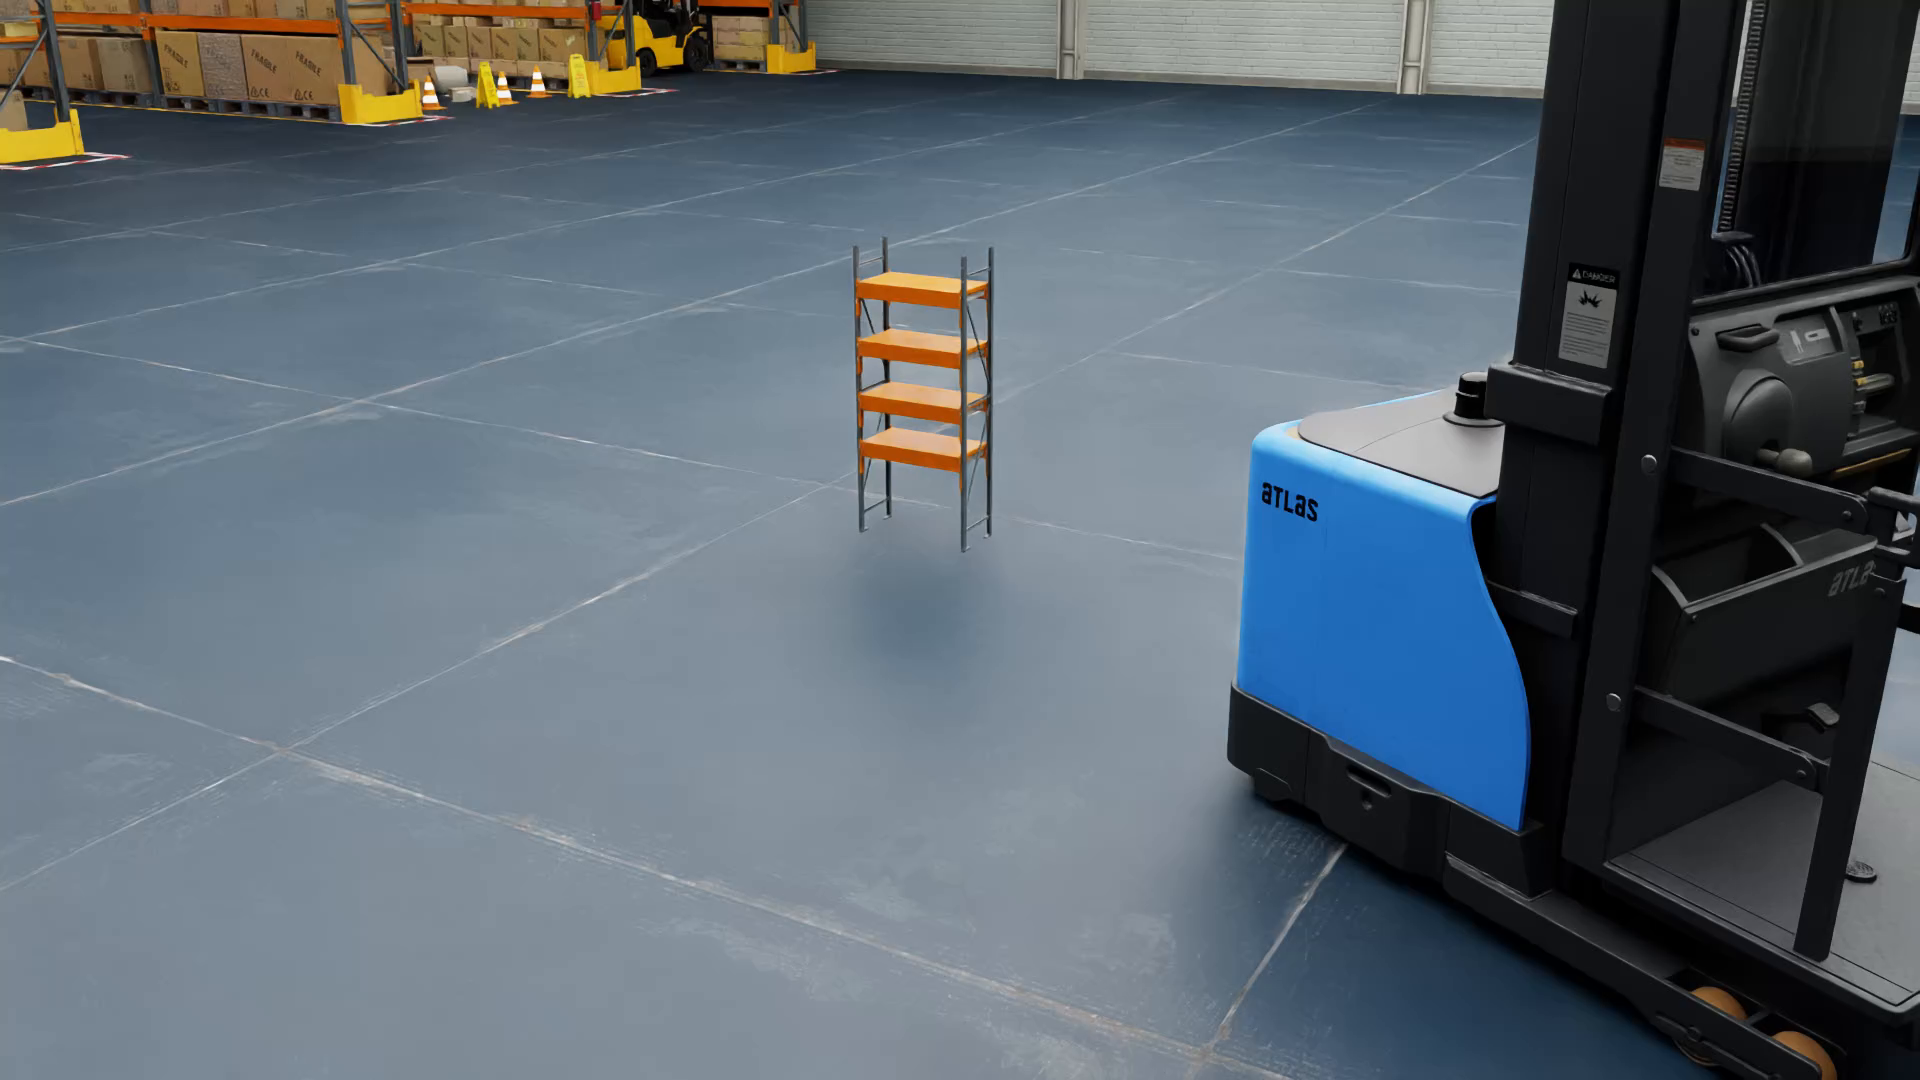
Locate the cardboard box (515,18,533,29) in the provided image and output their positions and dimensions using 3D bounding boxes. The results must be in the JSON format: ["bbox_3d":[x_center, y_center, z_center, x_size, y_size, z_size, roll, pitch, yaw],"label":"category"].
[{"bbox_3d":[-6.955,-8.338,26.817,0.250,0.149,0.380,11,23,28],"label":"cardboard box"}]

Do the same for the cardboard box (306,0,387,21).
[{"bbox_3d":[-8.229,-7.264,22.273,0.550,0.550,0.875,11,23,27],"label":"cardboard box"}]

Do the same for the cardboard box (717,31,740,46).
[{"bbox_3d":[-4.149,-9.329,30.867,0.500,0.250,0.500,11,22,27],"label":"cardboard box"}]

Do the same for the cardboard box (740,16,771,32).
[{"bbox_3d":[-3.693,-9.473,30.532,0.500,0.250,0.500,12,23,29],"label":"cardboard box"}]

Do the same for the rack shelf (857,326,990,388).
[{"bbox_3d":[-0.145,-0.739,6.683,0.480,0.148,0.258,11,23,27],"label":"rack shelf"}]

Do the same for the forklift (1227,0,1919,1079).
[{"bbox_3d":[2.023,-0.350,3.531,1.130,2.935,3.031,-13,24,-32],"label":"forklift"}]

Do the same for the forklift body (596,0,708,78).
[{"bbox_3d":[-5.685,-9.488,29.867,1.214,2.155,2.313,11,23,27],"label":"forklift body"}]

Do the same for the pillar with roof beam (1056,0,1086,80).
[{"bbox_3d":[-0.169,-11.039,24.102,0.400,9.000,9.100,11,23,27],"label":"pillar with roof beam"}]

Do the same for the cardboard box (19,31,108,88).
[{"bbox_3d":[-13.614,-7.344,25.394,0.750,0.750,1.050,11,23,28],"label":"cardboard box"}]

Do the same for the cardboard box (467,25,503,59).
[{"bbox_3d":[-7.741,-8.208,27.411,0.500,0.500,0.500,12,23,30],"label":"cardboard box"}]

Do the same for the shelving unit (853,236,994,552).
[{"bbox_3d":[-0.145,-0.592,6.736,0.503,1.200,0.258,11,23,27],"label":"shelving unit"}]

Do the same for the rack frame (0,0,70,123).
[{"bbox_3d":[-10.390,-5.686,18.141,0.127,3.000,1.000,11,23,27],"label":"rack frame"}]

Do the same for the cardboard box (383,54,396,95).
[{"bbox_3d":[-9.145,-7.218,25.826,0.503,0.637,0.797,11,23,27],"label":"cardboard box"}]

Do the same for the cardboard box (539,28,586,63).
[{"bbox_3d":[-6.383,-7.949,26.697,0.500,0.500,0.500,11,23,28],"label":"cardboard box"}]

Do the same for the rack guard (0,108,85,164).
[{"bbox_3d":[-10.456,-4.524,18.602,0.348,0.500,1.175,11,23,27],"label":"rack guard"}]

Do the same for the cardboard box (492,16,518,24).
[{"bbox_3d":[-9.011,-10.312,33.760,0.625,0.625,0.875,12,23,29],"label":"cardboard box"}]

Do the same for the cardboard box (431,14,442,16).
[{"bbox_3d":[-10.678,-10.779,34.280,0.250,0.149,0.380,10,22,25],"label":"cardboard box"}]

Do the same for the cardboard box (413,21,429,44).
[{"bbox_3d":[-11.029,-10.560,34.627,0.500,0.500,0.500,10,22,26],"label":"cardboard box"}]

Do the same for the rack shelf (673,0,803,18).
[{"bbox_3d":[-4.885,-10.109,31.389,4.000,0.370,1.077,11,23,27],"label":"rack shelf"}]

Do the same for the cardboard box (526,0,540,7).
[{"bbox_3d":[-6.716,-8.609,26.566,0.250,0.149,0.380,11,23,28],"label":"cardboard box"}]

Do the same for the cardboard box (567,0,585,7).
[{"bbox_3d":[-5.988,-8.517,26.313,0.250,0.149,0.380,12,23,29],"label":"cardboard box"}]

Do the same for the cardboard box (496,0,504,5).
[{"bbox_3d":[-7.313,-8.777,27.030,0.250,0.149,0.380,11,23,27],"label":"cardboard box"}]

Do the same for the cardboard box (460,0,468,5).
[{"bbox_3d":[-7.991,-8.887,27.335,0.250,0.149,0.380,11,23,27],"label":"cardboard box"}]

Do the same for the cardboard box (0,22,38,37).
[{"bbox_3d":[-10.522,-5.686,18.510,0.250,0.149,0.380,11,23,27],"label":"cardboard box"}]

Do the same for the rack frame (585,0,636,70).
[{"bbox_3d":[-5.557,-8.636,26.274,0.127,3.000,1.000,11,23,27],"label":"rack frame"}]

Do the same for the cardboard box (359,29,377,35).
[{"bbox_3d":[-12.400,-10.815,35.331,0.500,0.500,0.500,10,22,26],"label":"cardboard box"}]

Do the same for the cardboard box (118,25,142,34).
[{"bbox_3d":[-15.453,-9.751,31.848,0.875,0.875,0.875,12,23,29],"label":"cardboard box"}]

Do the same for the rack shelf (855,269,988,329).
[{"bbox_3d":[-0.145,-0.961,6.602,0.480,0.148,0.258,11,23,27],"label":"rack shelf"}]

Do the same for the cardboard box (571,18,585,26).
[{"bbox_3d":[-7.092,-9.944,32.747,0.625,0.625,0.875,12,23,30],"label":"cardboard box"}]

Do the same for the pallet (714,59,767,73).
[{"bbox_3d":[-3.827,-8.918,31.141,1.213,0.211,1.003,11,23,27],"label":"pallet"}]

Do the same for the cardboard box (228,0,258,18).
[{"bbox_3d":[-9.630,-7.556,23.076,0.500,0.550,0.875,11,23,27],"label":"cardboard box"}]

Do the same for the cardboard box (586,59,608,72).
[{"bbox_3d":[-6.126,-7.757,27.268,0.500,0.250,0.500,11,22,27],"label":"cardboard box"}]

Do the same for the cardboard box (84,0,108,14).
[{"bbox_3d":[-12.402,-7.949,24.234,0.500,0.500,0.500,11,22,27],"label":"cardboard box"}]

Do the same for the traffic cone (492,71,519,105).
[{"bbox_3d":[-6.806,-6.744,24.779,0.334,0.463,0.336,11,23,27],"label":"traffic cone"}]

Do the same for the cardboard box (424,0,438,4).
[{"bbox_3d":[-8.684,-9.009,27.670,0.250,0.149,0.380,12,23,29],"label":"cardboard box"}]

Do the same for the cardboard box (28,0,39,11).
[{"bbox_3d":[-13.721,-8.200,24.926,0.500,0.500,0.500,11,23,27],"label":"cardboard box"}]

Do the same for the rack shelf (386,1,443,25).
[{"bbox_3d":[-10.795,-9.296,29.148,4.000,0.370,1.077,11,23,27],"label":"rack shelf"}]

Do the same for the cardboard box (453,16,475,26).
[{"bbox_3d":[-8.136,-8.562,27.434,0.250,0.149,0.380,12,23,29],"label":"cardboard box"}]

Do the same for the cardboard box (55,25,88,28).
[{"bbox_3d":[-18.097,-10.060,33.342,0.875,0.438,0.875,11,23,29],"label":"cardboard box"}]

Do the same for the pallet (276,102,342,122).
[{"bbox_3d":[-8.619,-5.945,22.943,1.213,0.211,1.003,11,23,27],"label":"pallet"}]

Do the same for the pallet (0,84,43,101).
[{"bbox_3d":[-14.215,-7.012,25.885,1.213,0.211,1.003,11,23,27],"label":"pallet"}]

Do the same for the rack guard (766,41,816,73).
[{"bbox_3d":[-3.118,-8.935,30.765,0.348,0.500,1.175,11,23,27],"label":"rack guard"}]

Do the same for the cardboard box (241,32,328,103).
[{"bbox_3d":[-9.276,-6.583,23.115,0.875,0.875,0.875,10,22,26],"label":"cardboard box"}]

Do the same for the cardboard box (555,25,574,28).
[{"bbox_3d":[-6.606,-8.199,27.387,0.500,0.500,0.500,10,22,25],"label":"cardboard box"}]

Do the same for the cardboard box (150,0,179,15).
[{"bbox_3d":[-11.047,-7.824,23.814,0.550,0.550,0.875,11,23,27],"label":"cardboard box"}]

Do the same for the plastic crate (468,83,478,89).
[{"bbox_3d":[-8.078,-7.424,27.213,0.583,0.080,0.402,3,20,9],"label":"plastic crate"}]

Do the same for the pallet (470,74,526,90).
[{"bbox_3d":[-7.376,-7.687,27.746,1.213,0.211,1.003,11,23,27],"label":"pallet"}]

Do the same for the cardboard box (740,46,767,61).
[{"bbox_3d":[-3.704,-9.003,30.703,0.500,0.250,0.500,11,23,28],"label":"cardboard box"}]

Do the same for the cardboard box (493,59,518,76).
[{"bbox_3d":[-7.302,-7.769,27.301,0.500,0.250,0.500,10,22,25],"label":"cardboard box"}]

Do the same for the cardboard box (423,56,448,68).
[{"bbox_3d":[-8.665,-8.028,28.013,0.500,0.250,0.500,10,22,25],"label":"cardboard box"}]

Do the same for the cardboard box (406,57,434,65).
[{"bbox_3d":[-8.777,-7.544,26.926,0.500,0.500,0.500,-7,21,-20],"label":"cardboard box"}]
